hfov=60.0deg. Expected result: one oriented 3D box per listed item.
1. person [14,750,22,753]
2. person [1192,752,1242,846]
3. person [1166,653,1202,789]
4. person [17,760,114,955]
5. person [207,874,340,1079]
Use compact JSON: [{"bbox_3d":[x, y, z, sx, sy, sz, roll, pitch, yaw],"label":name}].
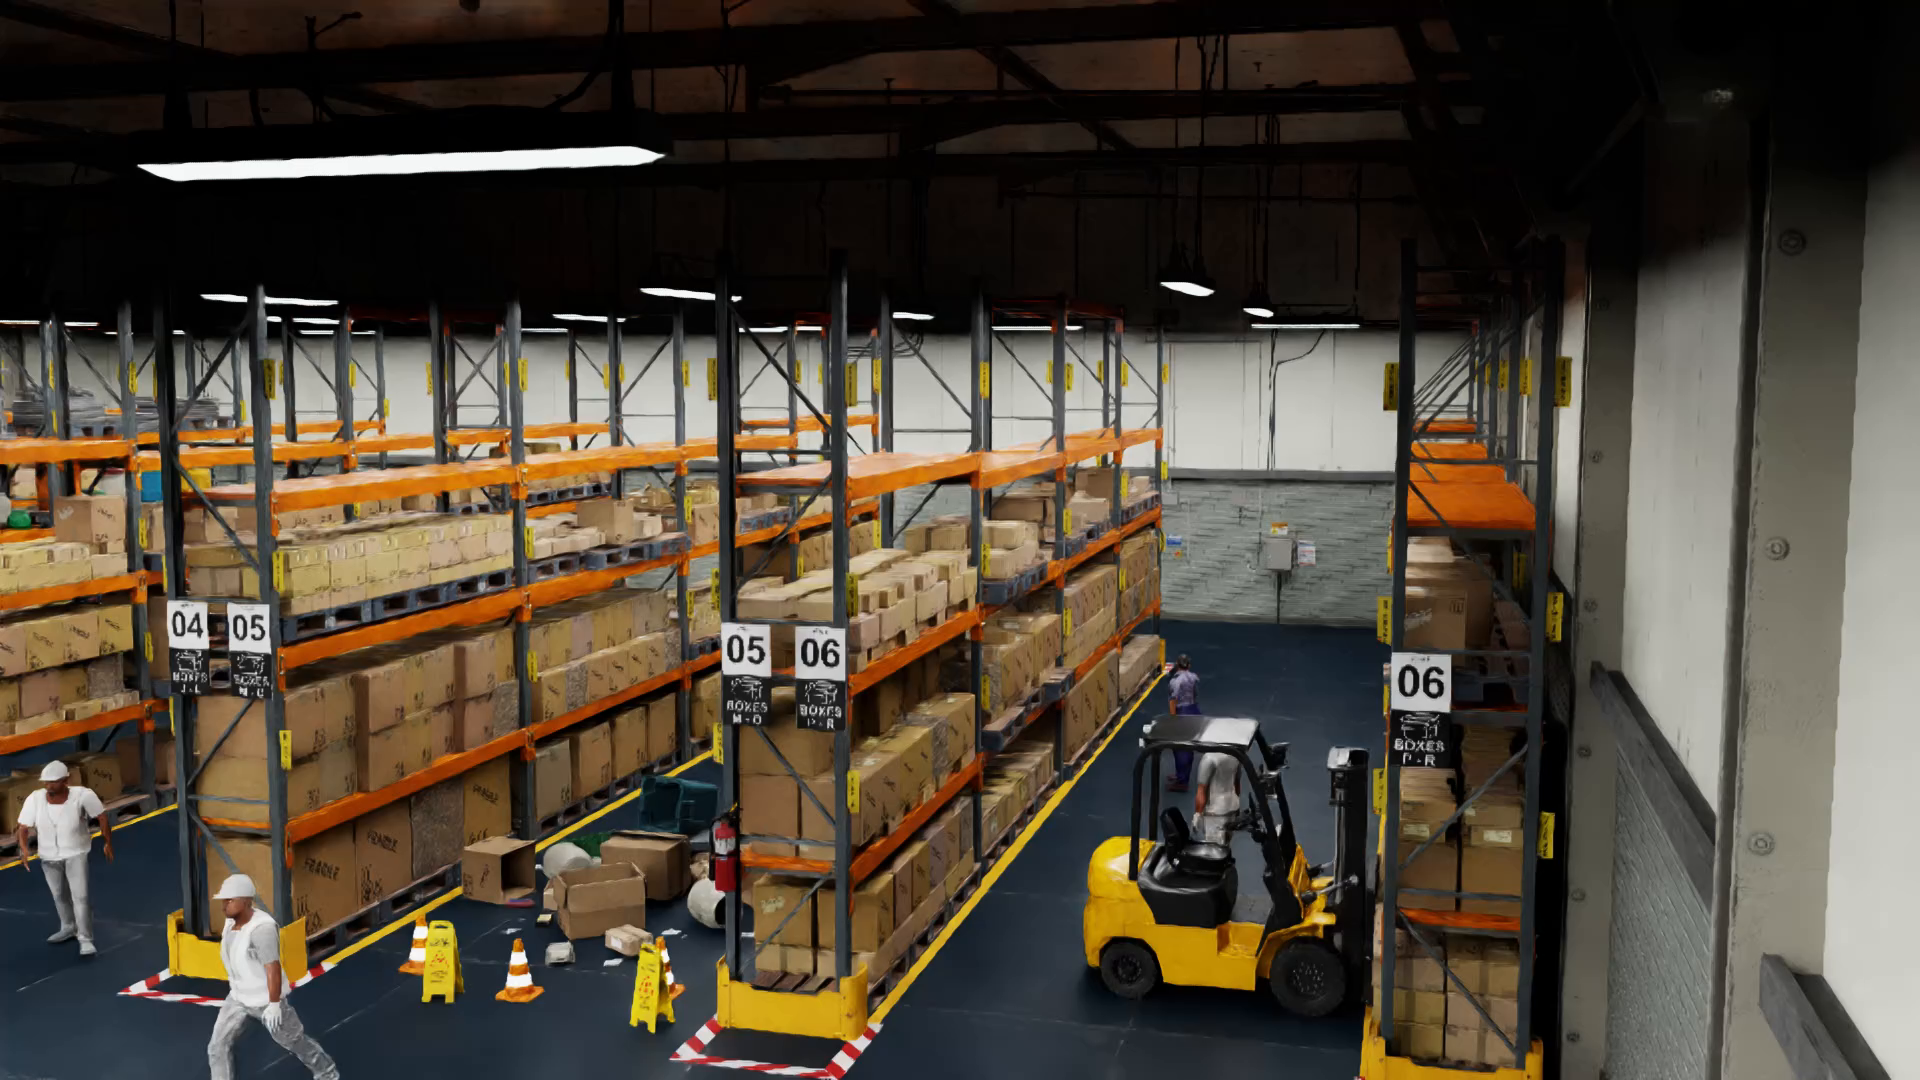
[{"bbox_3d":[-12.582,1.942,22.271,0.626,1.718,0.576,-5,8,-42],"label":"person"},{"bbox_3d":[2.432,2.590,15.853,0.570,1.786,0.653,6,8,43],"label":"person"},{"bbox_3d":[2.683,2.193,20.318,0.466,1.651,0.523,6,8,44],"label":"person"},{"bbox_3d":[-7.888,2.731,14.664,0.706,1.643,0.755,-1,6,-6],"label":"person"},{"bbox_3d":[-4.794,3.112,11.403,0.607,1.731,0.984,4,7,36],"label":"person"}]
